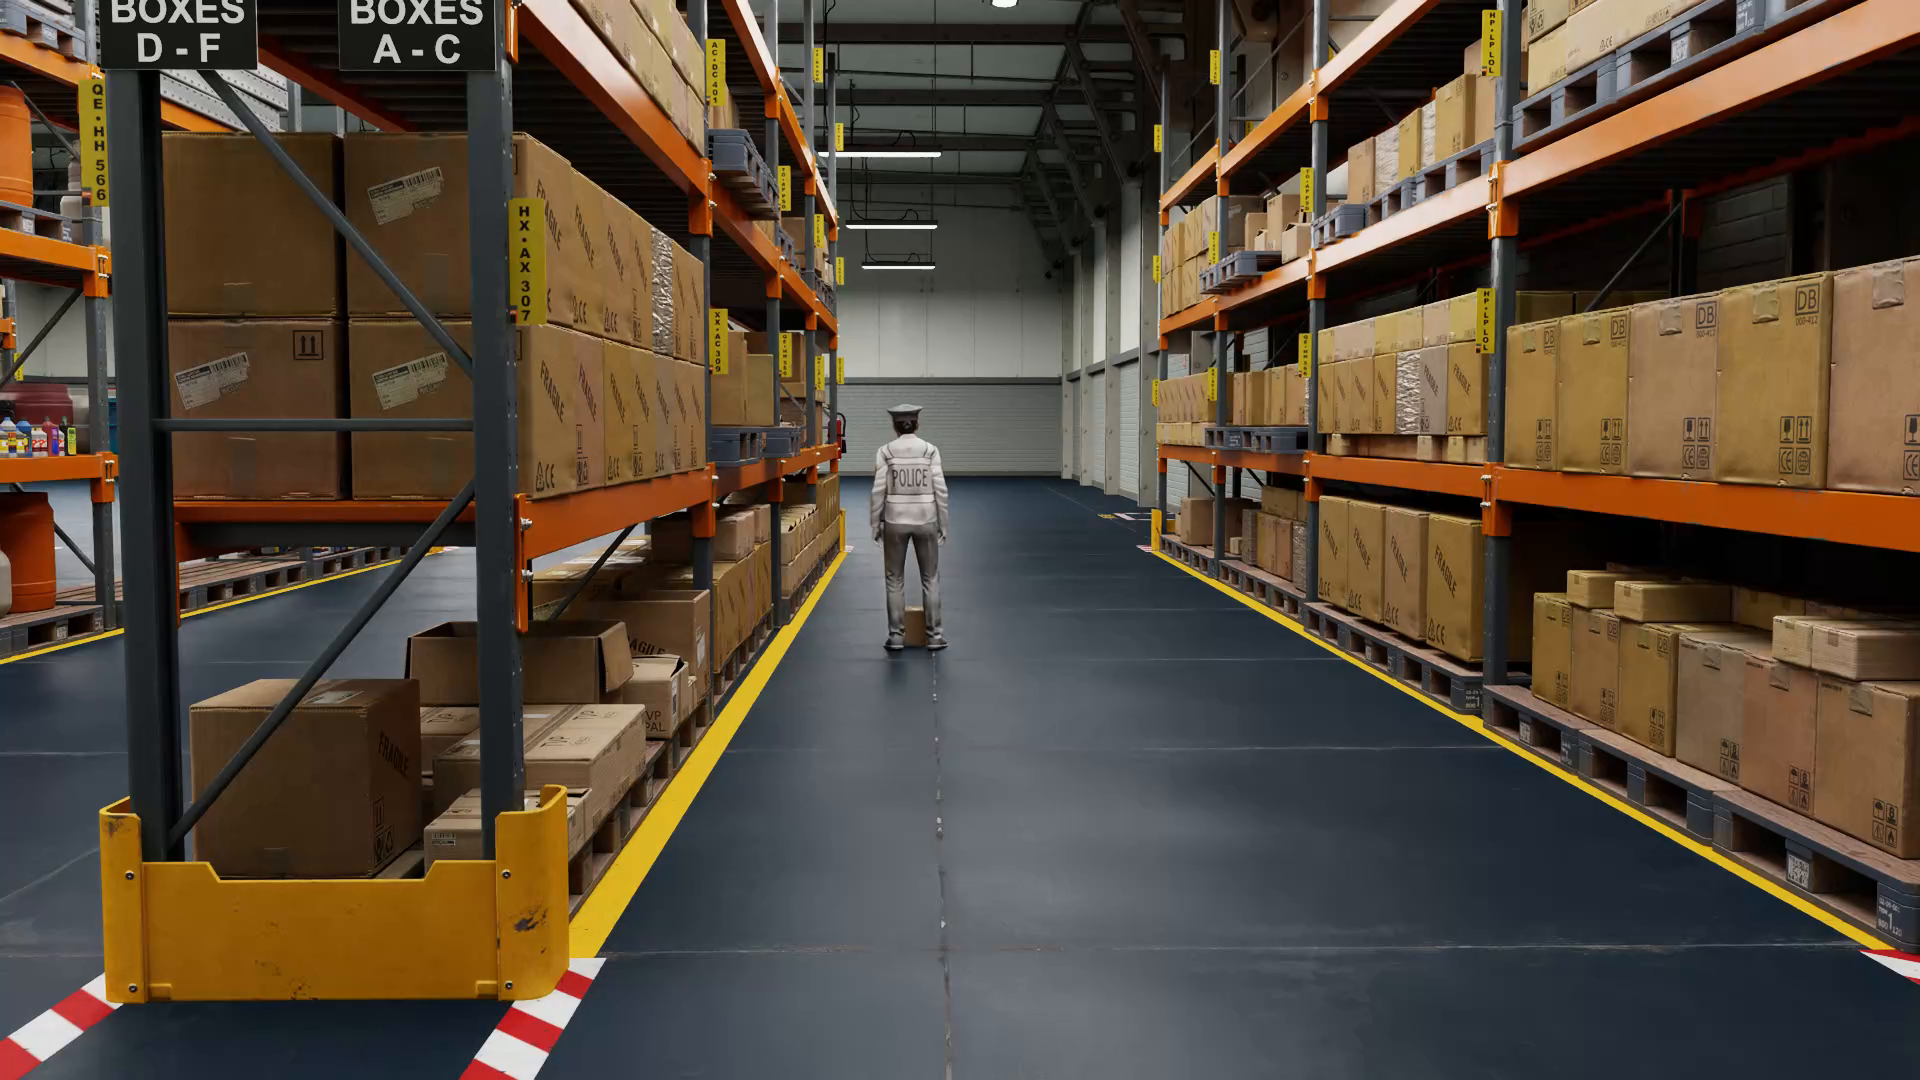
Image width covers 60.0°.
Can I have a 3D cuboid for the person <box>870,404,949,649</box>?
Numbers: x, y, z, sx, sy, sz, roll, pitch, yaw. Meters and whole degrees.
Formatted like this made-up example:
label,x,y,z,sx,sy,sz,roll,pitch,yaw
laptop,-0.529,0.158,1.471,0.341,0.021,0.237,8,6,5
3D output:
label,x,y,z,sx,sy,sz,roll,pitch,yaw
person,-0.341,-0.087,11.271,0.541,1.661,0.374,0,4,-5
